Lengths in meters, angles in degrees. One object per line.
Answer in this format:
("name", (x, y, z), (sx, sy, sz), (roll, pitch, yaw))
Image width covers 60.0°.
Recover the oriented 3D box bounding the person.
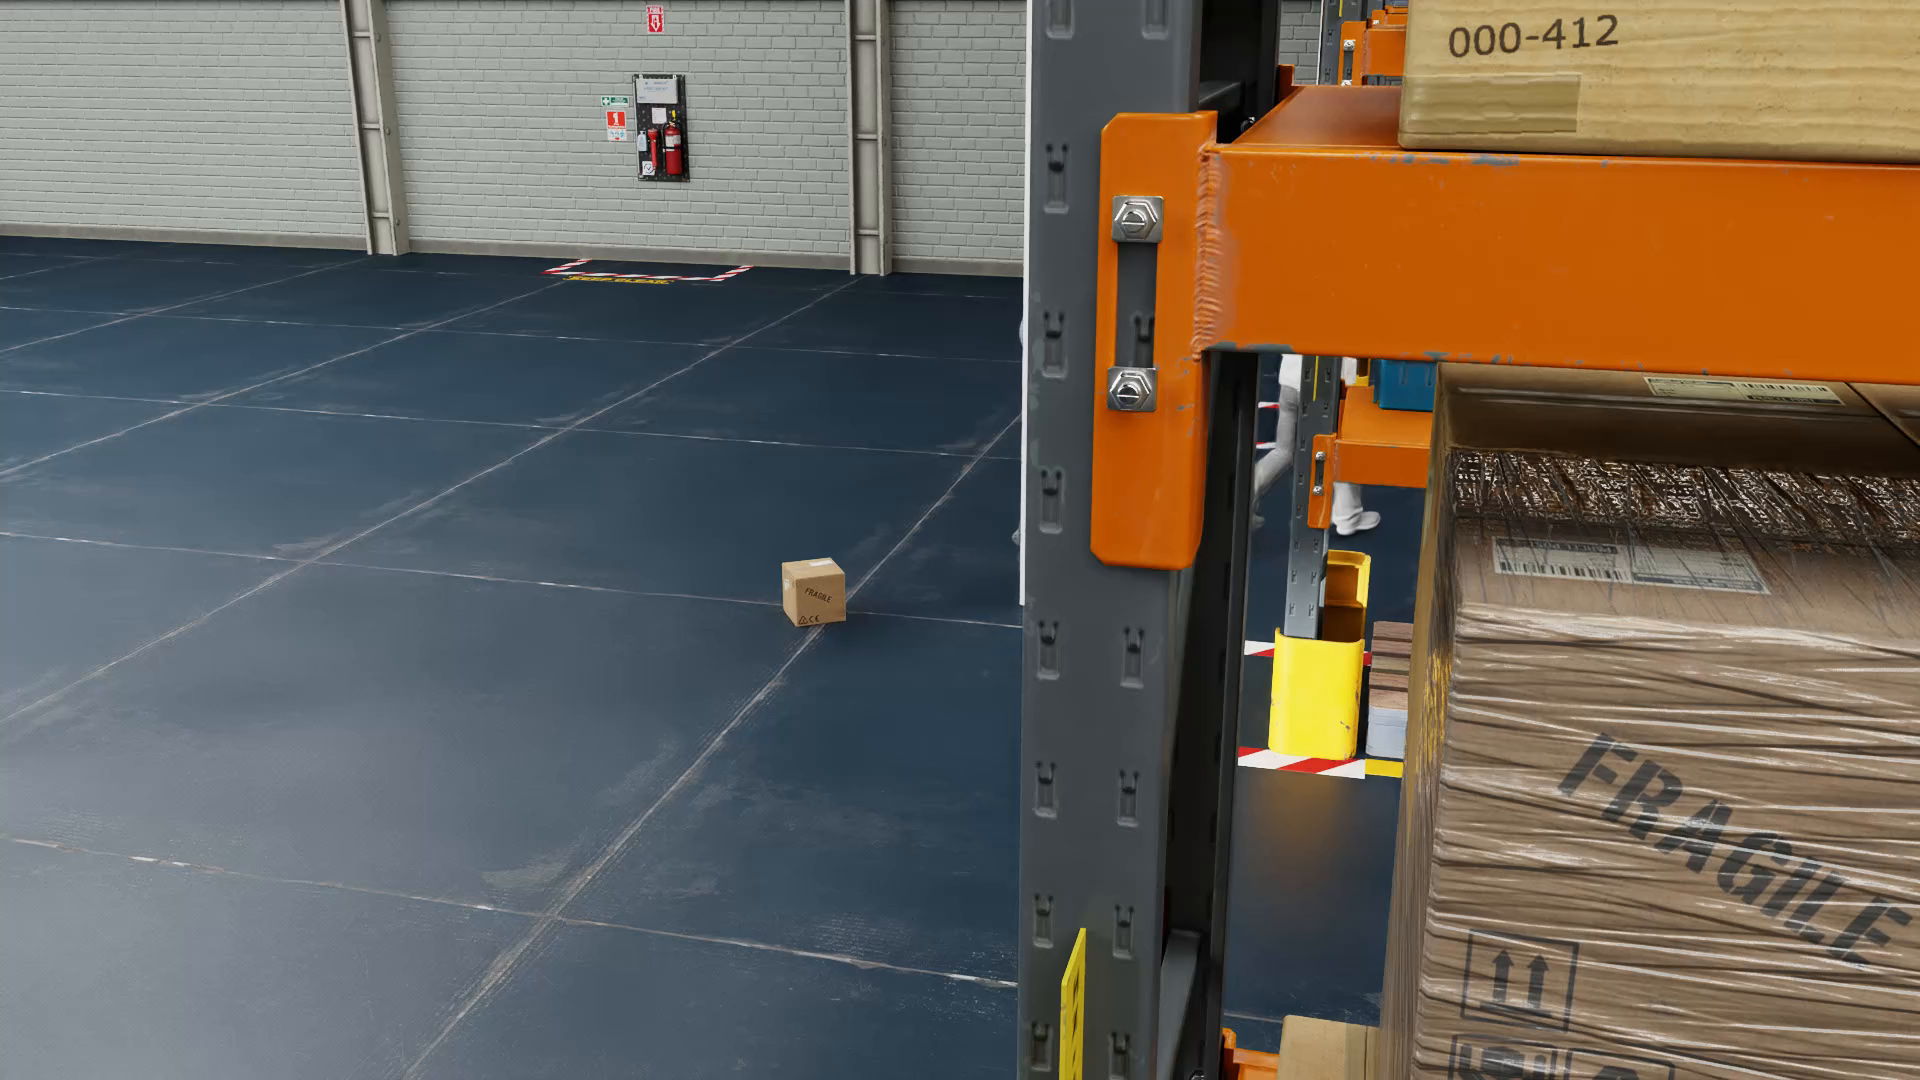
("person", (1.933, -0.848, 9.107), (0.982, 1.736, 0.532), (-11, 21, -31))
